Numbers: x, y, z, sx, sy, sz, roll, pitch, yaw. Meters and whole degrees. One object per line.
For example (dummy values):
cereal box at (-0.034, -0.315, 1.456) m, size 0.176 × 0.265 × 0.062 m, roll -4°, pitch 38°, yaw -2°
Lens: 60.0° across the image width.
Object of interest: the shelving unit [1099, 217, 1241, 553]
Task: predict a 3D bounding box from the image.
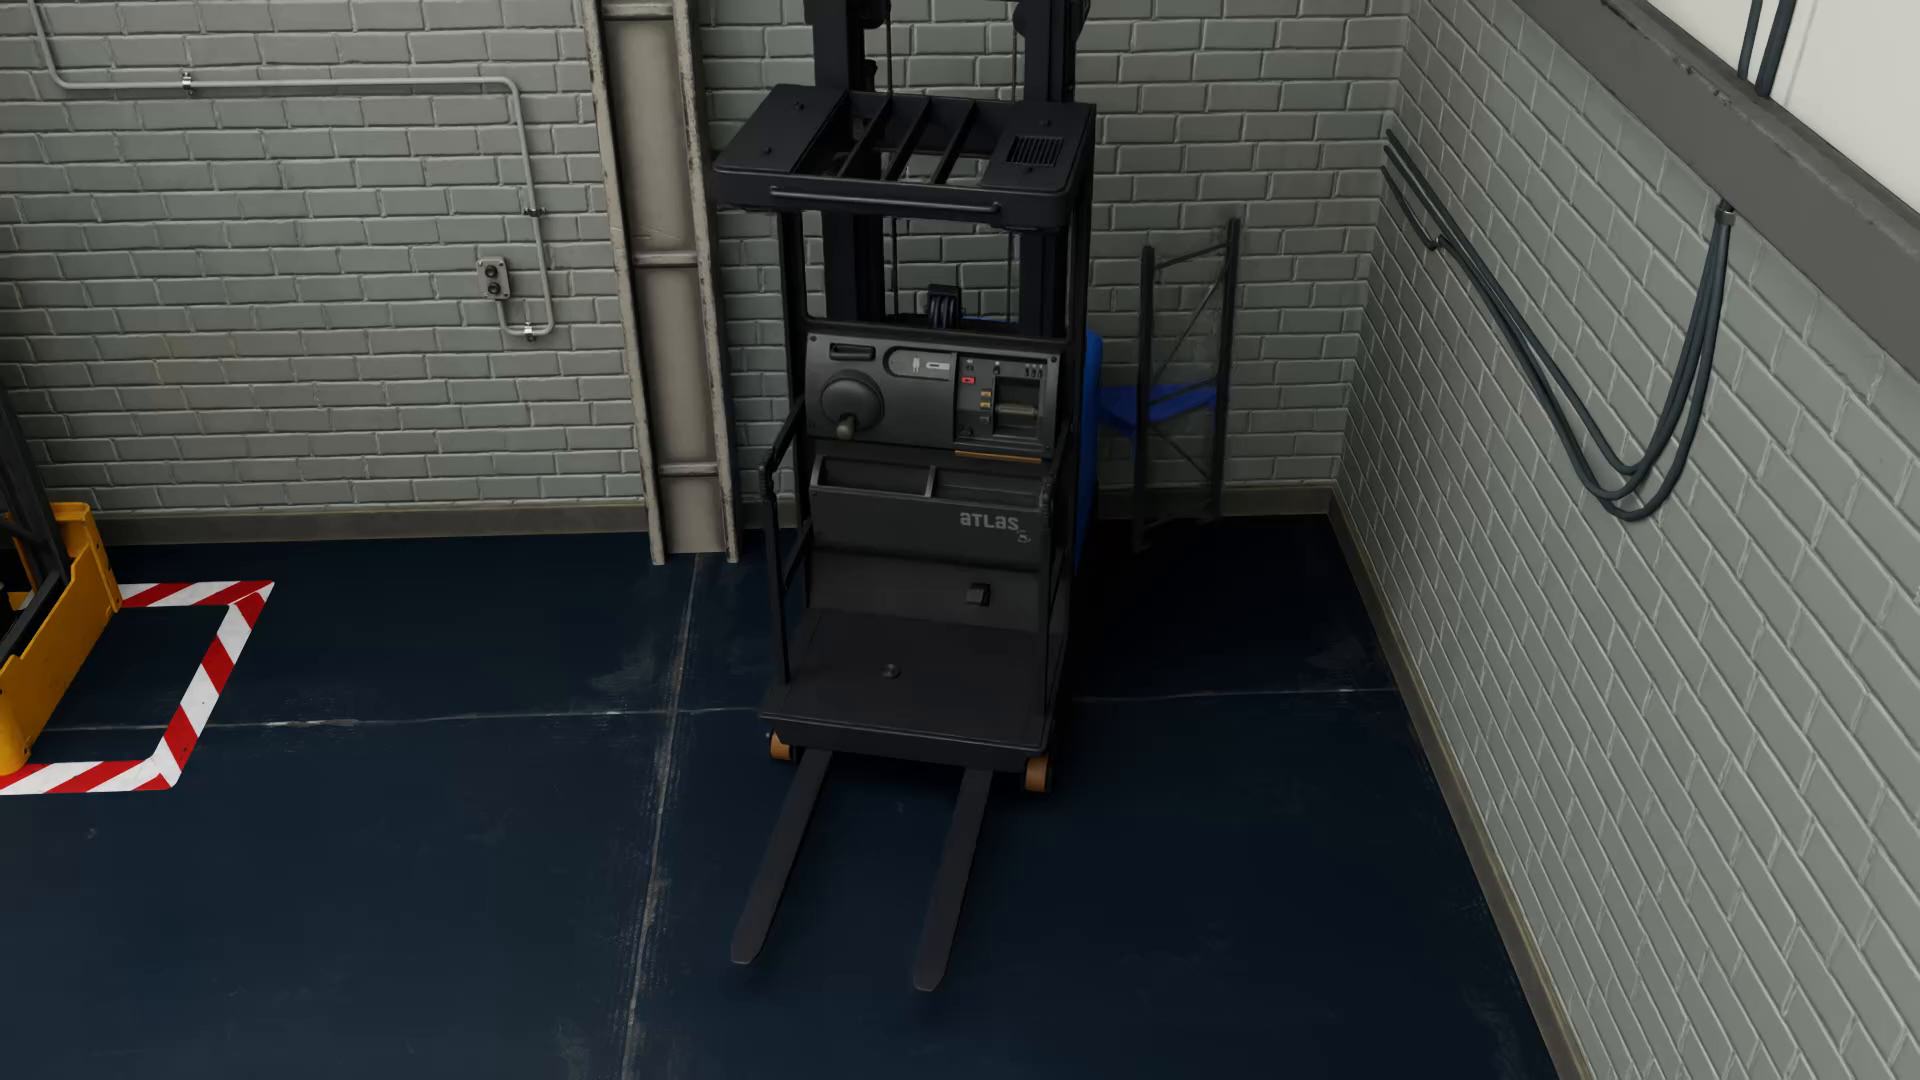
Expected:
shelving unit at (0.696, -0.881, 7.609) m, size 0.538 × 1.500 × 1.048 m, roll -22°, pitch 39°, yaw -26°

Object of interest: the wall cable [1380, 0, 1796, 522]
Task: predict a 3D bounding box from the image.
wall cable at (1.798, -1.788, 5.154) m, size 0.112 × 2.526 × 3.097 m, roll -2°, pitch 35°, yaw -2°

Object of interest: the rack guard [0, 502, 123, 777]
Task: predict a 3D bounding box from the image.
rack guard at (-3.844, 0.379, 6.763) m, size 0.348 × 0.500 × 1.175 m, roll -2°, pitch 35°, yaw -2°

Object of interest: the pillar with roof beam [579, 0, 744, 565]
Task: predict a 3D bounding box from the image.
pillar with roof beam at (-1.008, -1.232, 1.623) m, size 0.400 × 9.000 × 9.100 m, roll -2°, pitch 35°, yaw -2°

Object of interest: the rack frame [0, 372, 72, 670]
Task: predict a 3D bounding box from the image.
rack frame at (-3.868, -0.648, 6.051) m, size 0.127 × 3.000 × 1.000 m, roll -2°, pitch 35°, yaw -2°

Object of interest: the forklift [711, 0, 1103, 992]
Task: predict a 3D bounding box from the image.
forklift at (-0.140, -0.468, 5.851) m, size 1.130 × 2.935 × 3.031 m, roll 6°, pitch 35°, yaw 8°

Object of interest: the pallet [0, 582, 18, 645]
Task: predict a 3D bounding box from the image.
pallet at (-4.663, 0.564, 6.749) m, size 1.213 × 0.211 × 1.003 m, roll -2°, pitch 35°, yaw -2°

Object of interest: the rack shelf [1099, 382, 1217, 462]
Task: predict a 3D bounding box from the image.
rack shelf at (0.702, -0.734, 7.712) m, size 0.538 × 0.185 × 1.000 m, roll -22°, pitch 39°, yaw -26°

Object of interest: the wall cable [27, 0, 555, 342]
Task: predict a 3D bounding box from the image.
wall cable at (-2.634, -1.638, 6.589) m, size 1.851 × 1.984 × 0.084 m, roll -2°, pitch 35°, yaw -2°

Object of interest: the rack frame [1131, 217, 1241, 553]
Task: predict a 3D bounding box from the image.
rack frame at (0.977, -0.646, 7.256) m, size 0.500 × 1.500 × 0.032 m, roll -22°, pitch 39°, yaw -26°
